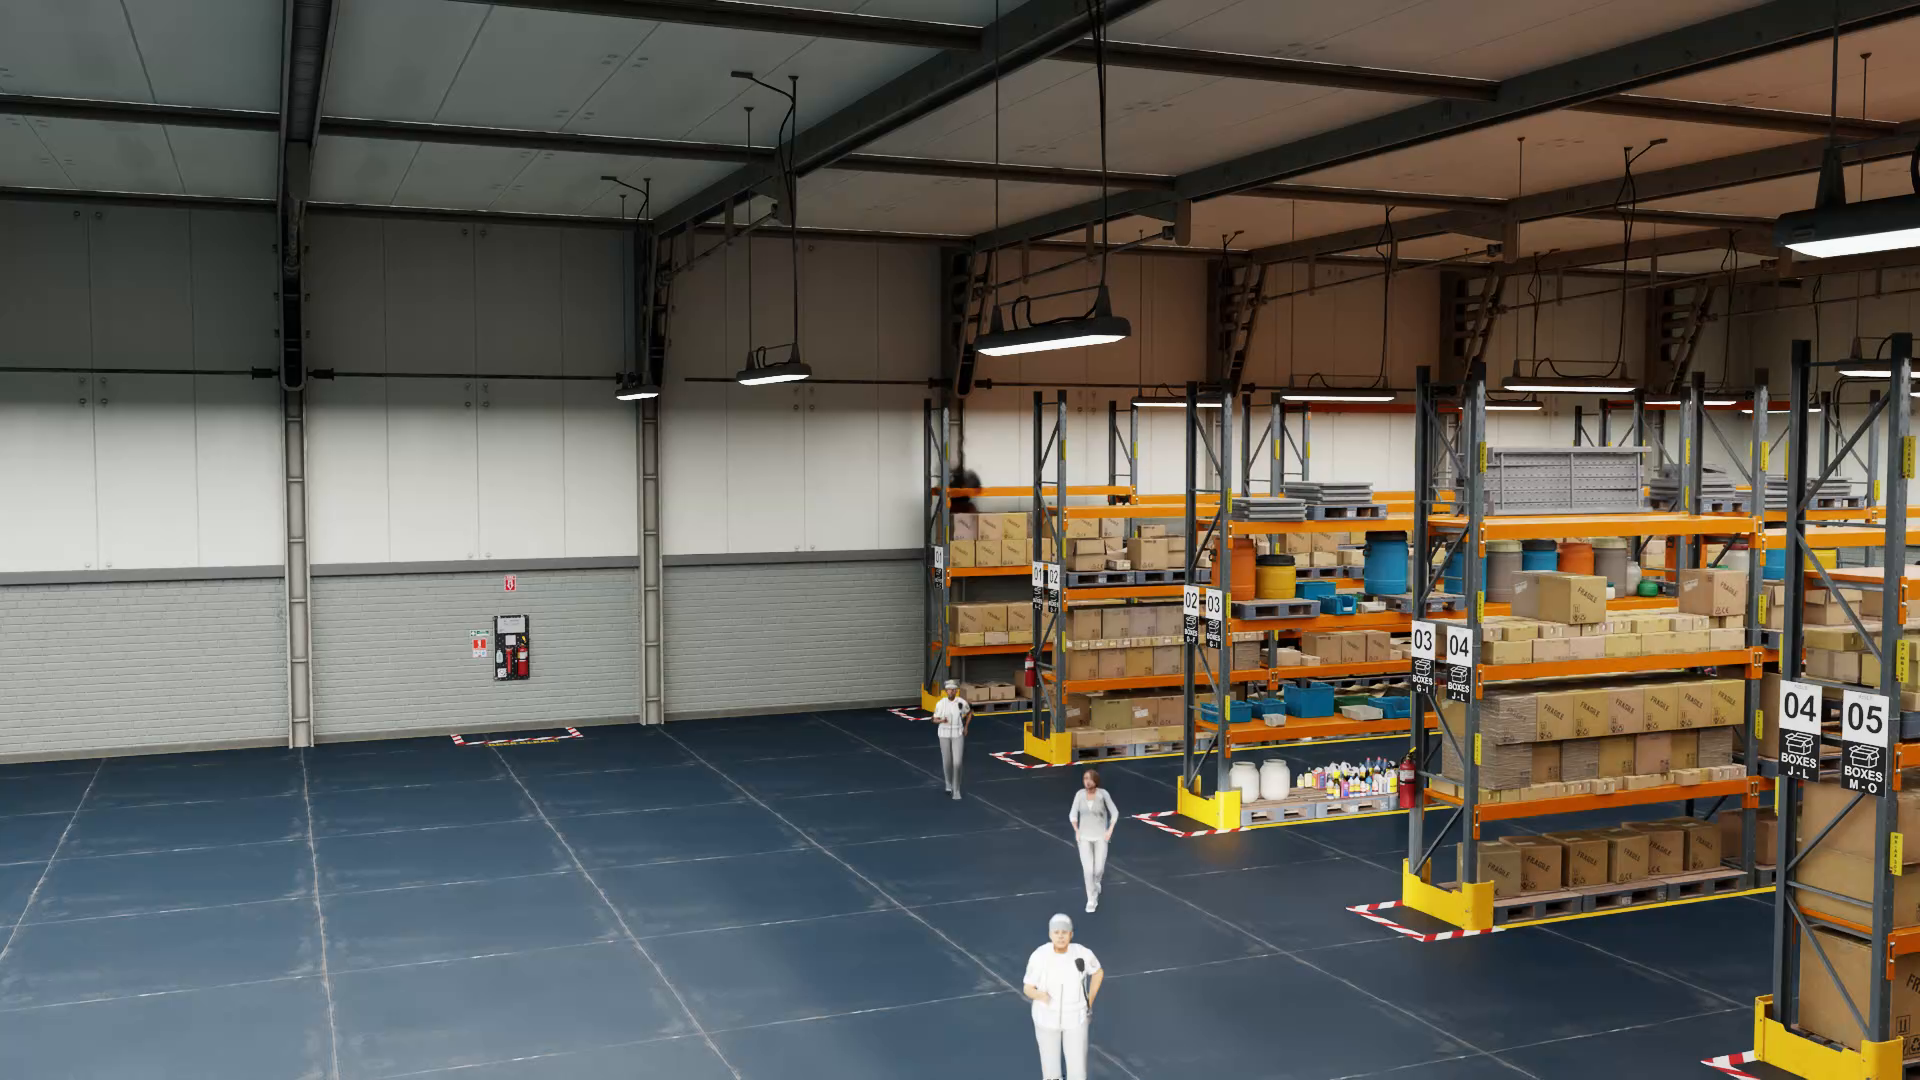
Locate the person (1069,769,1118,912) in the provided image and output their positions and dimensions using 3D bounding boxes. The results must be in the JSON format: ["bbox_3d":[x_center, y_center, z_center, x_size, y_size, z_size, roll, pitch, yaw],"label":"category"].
[{"bbox_3d":[1.474,3.309,18.408,0.541,1.566,0.496,1,3,12],"label":"person"}]

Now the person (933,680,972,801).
[{"bbox_3d":[-0.115,2.901,24.164,0.556,1.752,0.714,0,3,3],"label":"person"}]

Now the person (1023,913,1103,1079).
[{"bbox_3d":[0.757,3.624,12.329,0.580,1.684,0.661,0,3,6],"label":"person"}]
